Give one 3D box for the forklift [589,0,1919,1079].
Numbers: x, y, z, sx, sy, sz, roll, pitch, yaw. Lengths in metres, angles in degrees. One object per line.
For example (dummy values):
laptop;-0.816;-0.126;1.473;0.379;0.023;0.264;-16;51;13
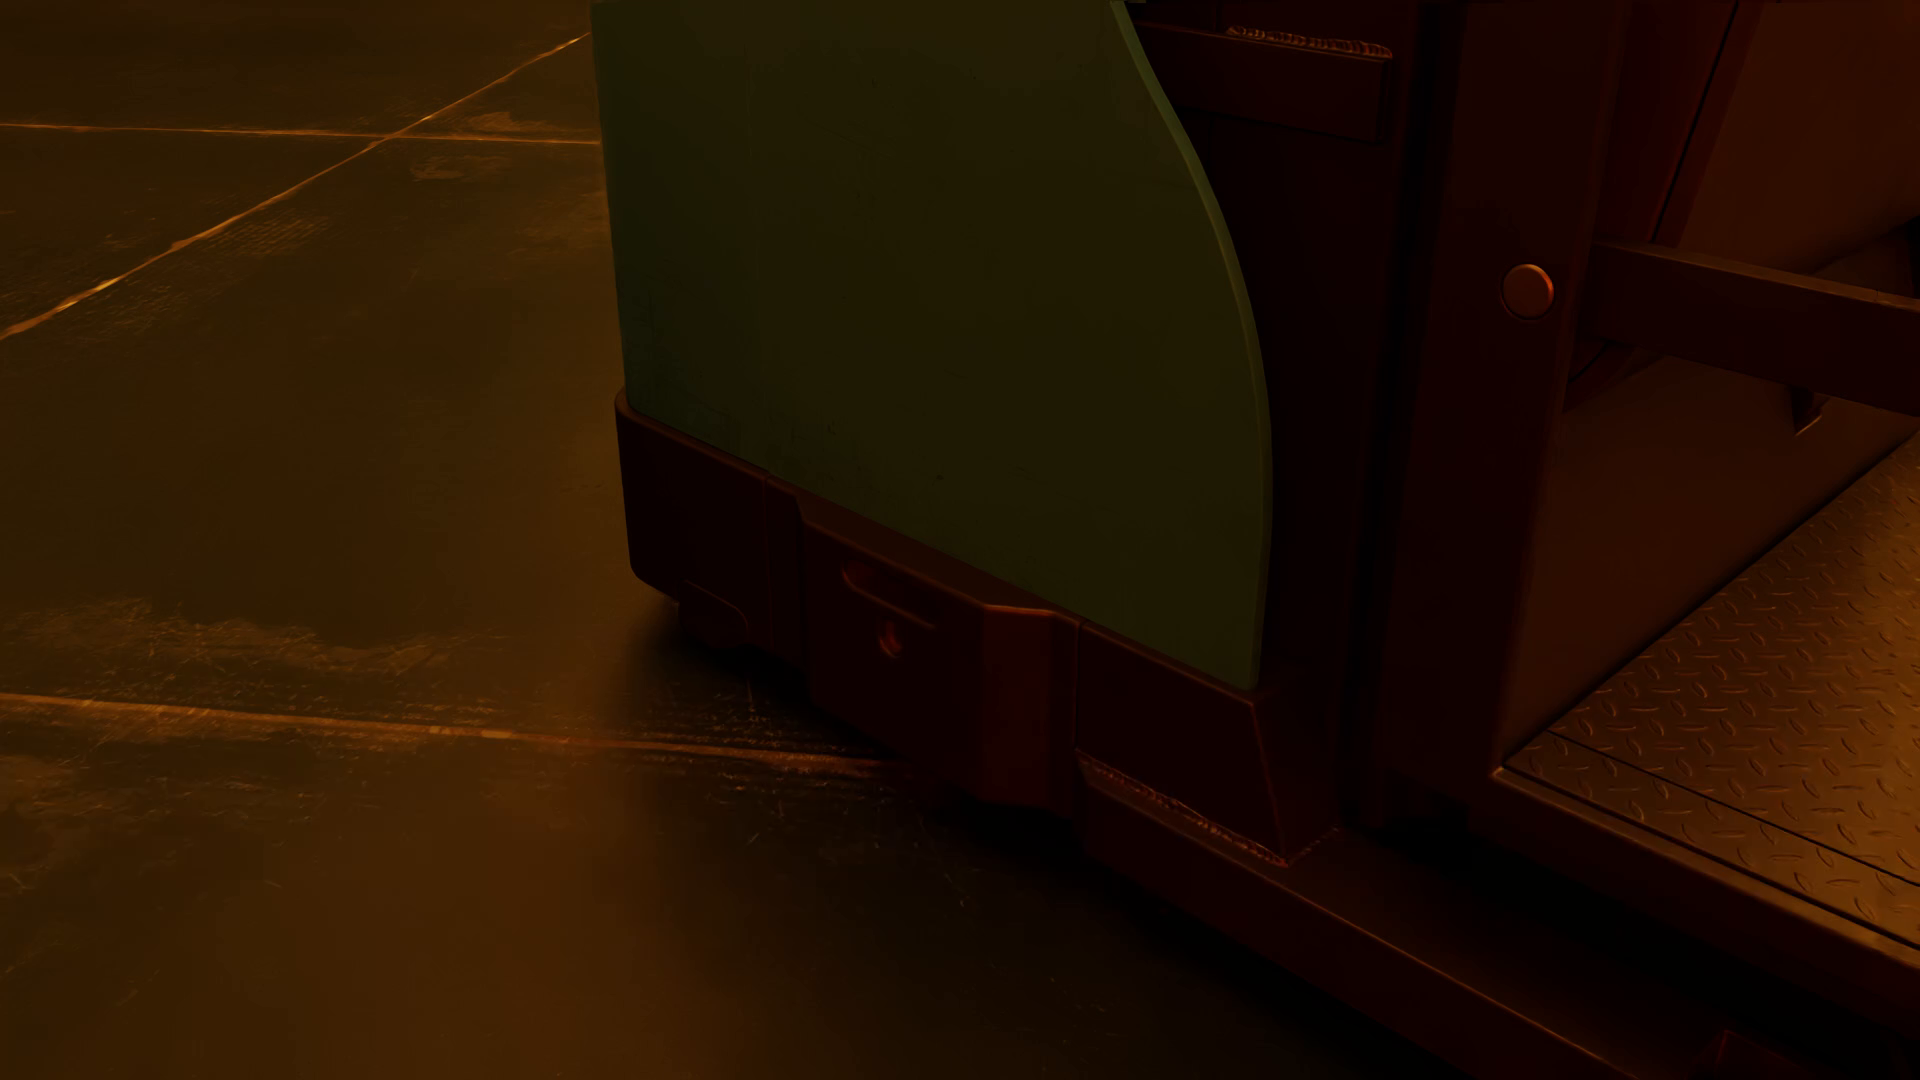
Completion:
forklift;0.945;-0.911;1.042;1.130;2.935;3.031;-24;35;-39
